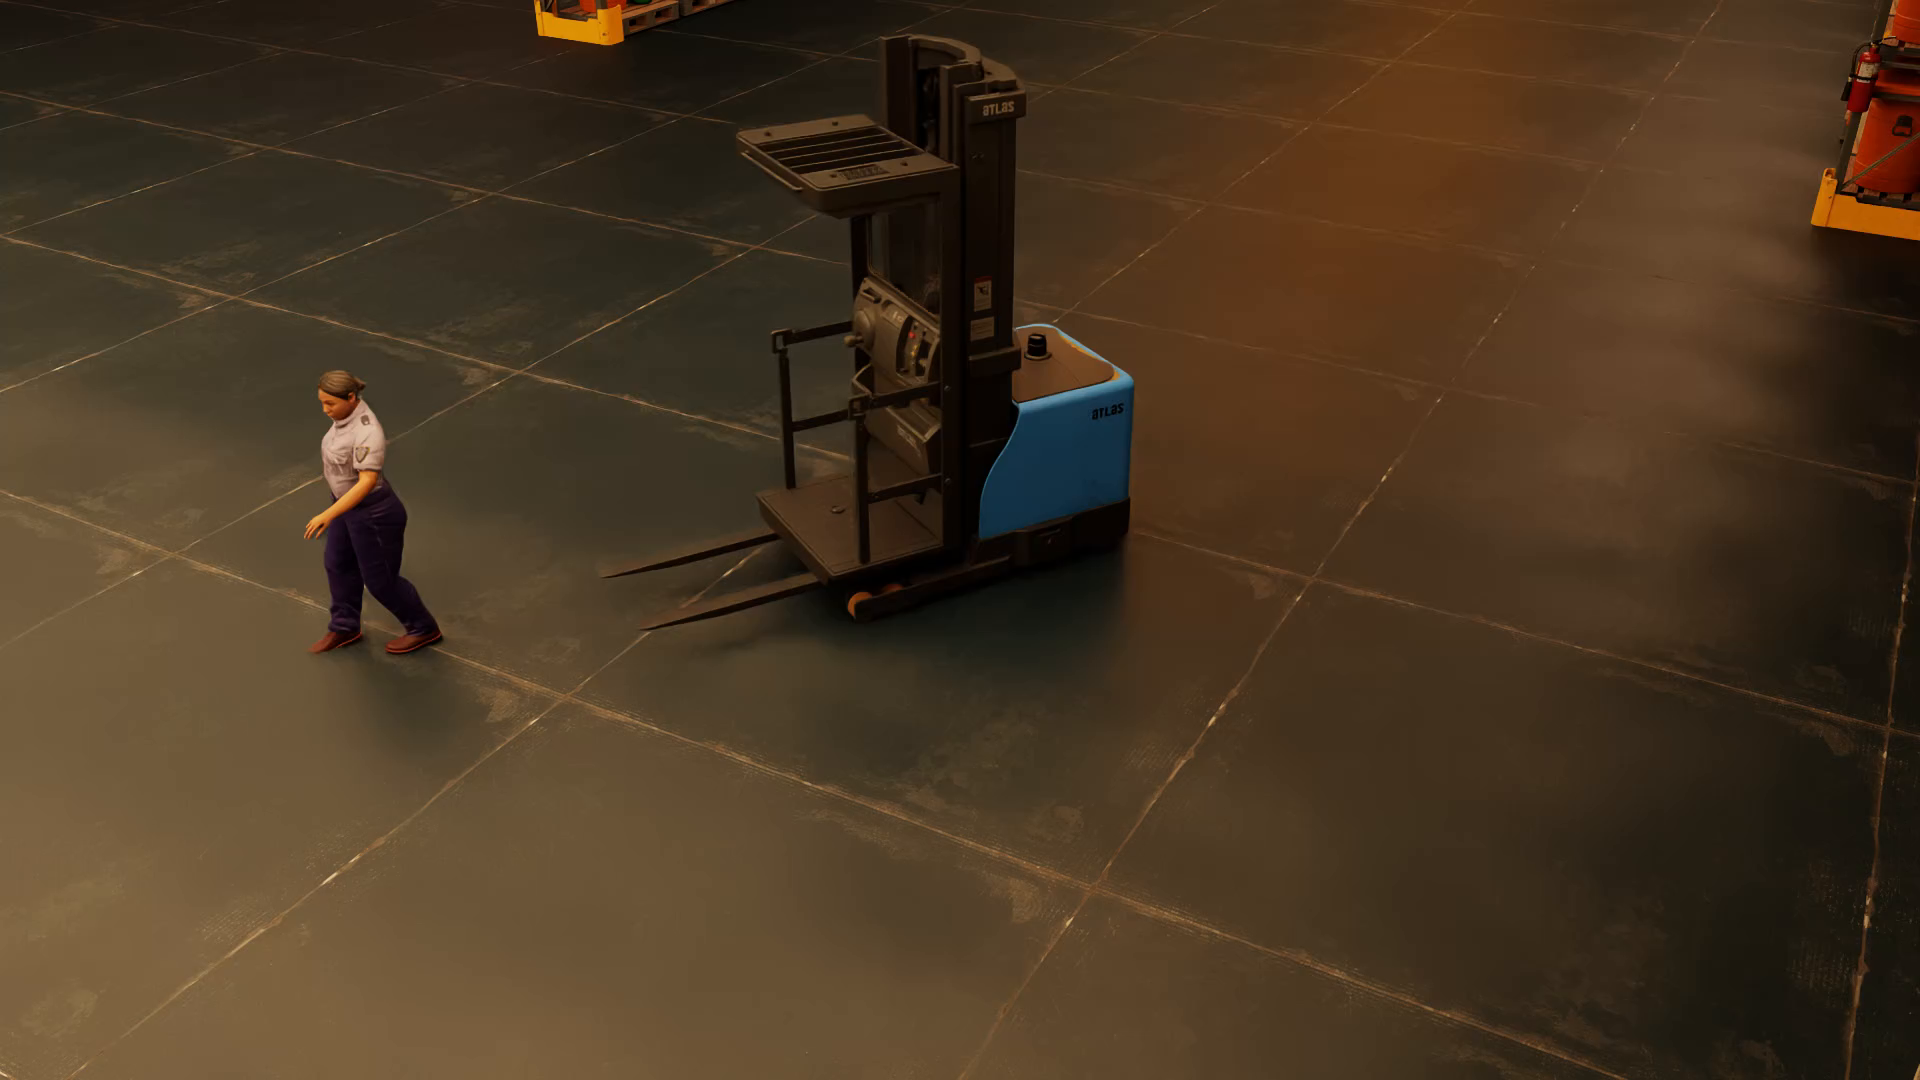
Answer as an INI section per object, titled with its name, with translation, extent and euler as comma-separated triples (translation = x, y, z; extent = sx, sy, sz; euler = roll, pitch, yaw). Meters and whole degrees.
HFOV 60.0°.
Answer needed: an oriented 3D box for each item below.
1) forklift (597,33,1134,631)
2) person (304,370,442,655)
[forklift]
translation = -0.531, -1.116, 9.005
extent = 3.031, 2.935, 1.130
euler = -16, 33, -25
[person]
translation = -3.172, -0.117, 8.628
extent = 0.665, 1.655, 0.926
euler = -17, 34, -26
